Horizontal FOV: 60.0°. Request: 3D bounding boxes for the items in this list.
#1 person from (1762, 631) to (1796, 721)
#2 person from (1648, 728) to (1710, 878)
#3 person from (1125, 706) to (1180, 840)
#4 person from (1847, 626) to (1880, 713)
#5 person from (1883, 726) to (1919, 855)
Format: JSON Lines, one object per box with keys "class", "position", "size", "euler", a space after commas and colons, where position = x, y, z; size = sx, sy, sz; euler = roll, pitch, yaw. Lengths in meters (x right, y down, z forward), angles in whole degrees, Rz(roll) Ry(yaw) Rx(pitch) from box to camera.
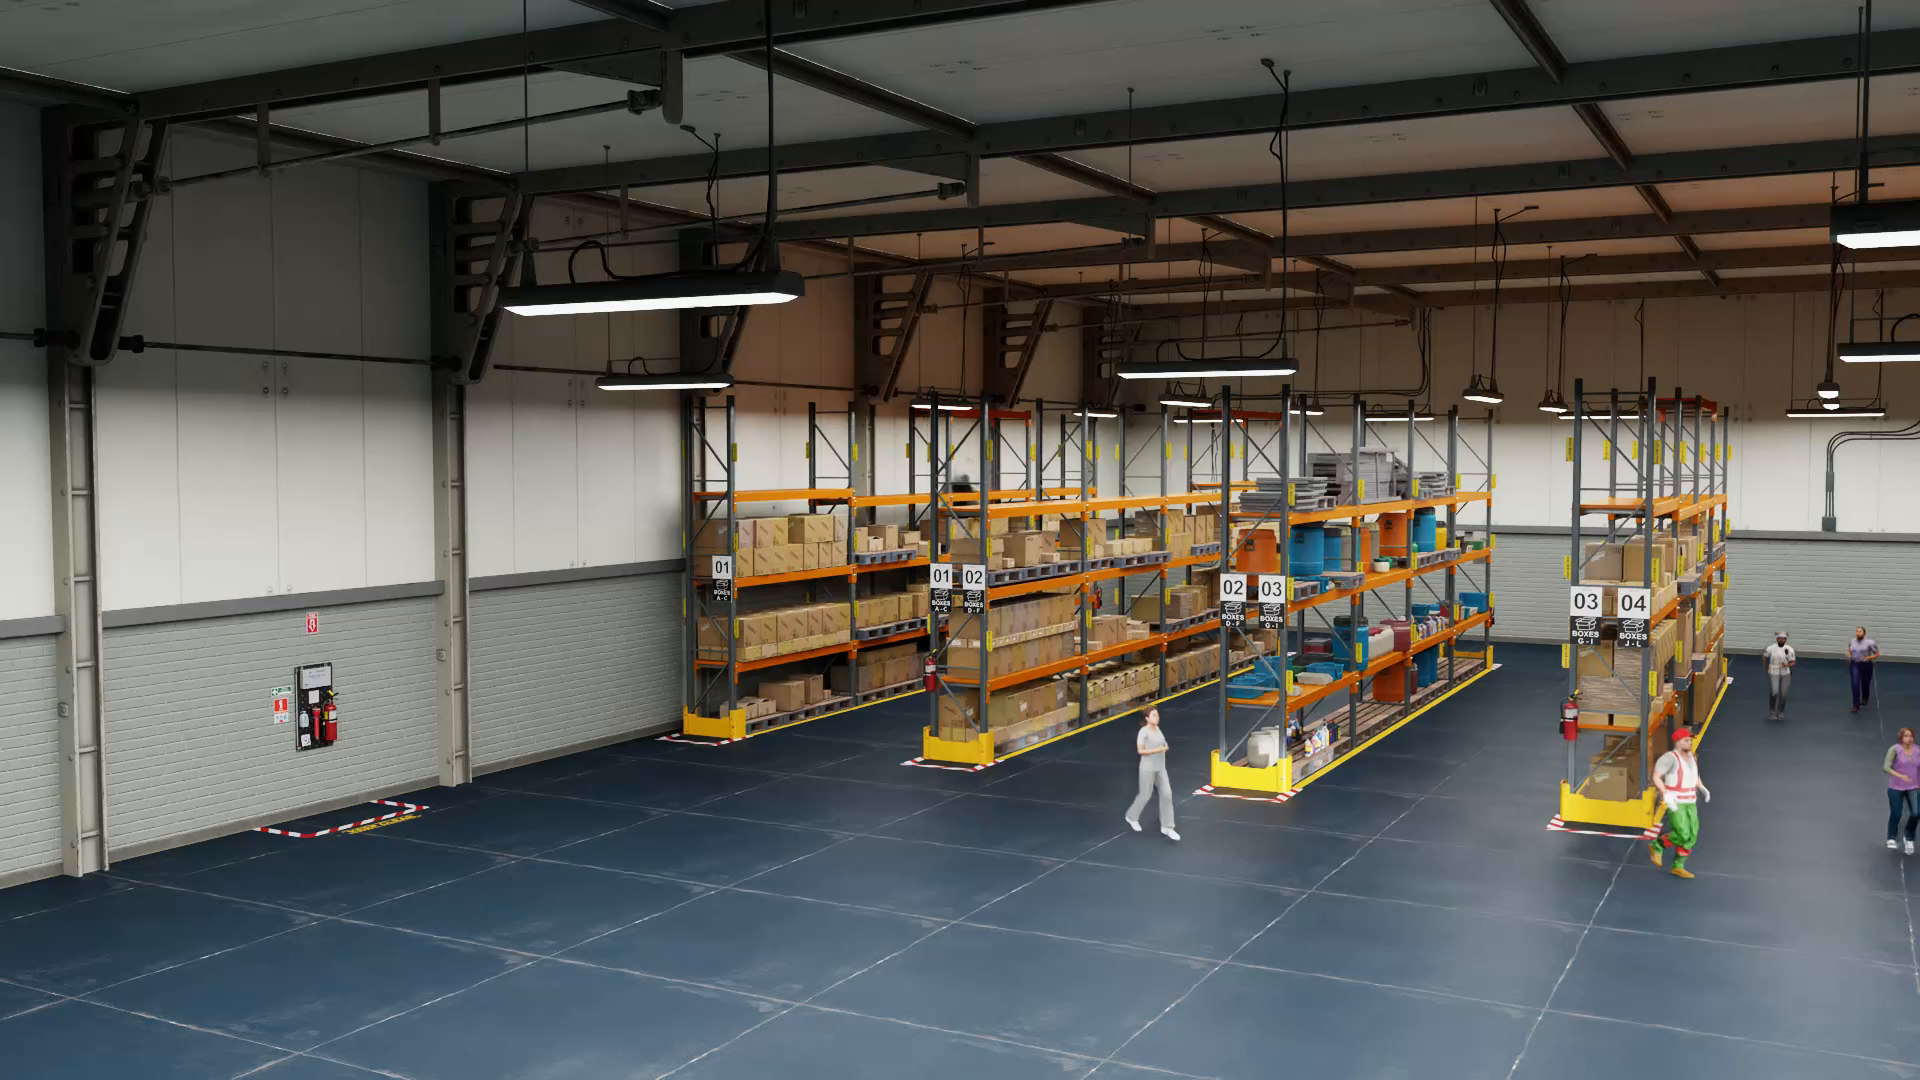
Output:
{"class": "person", "position": [15.256, 2.529, 30.968], "size": [0.546, 1.695, 0.666], "euler": [1, 3, 21]}
{"class": "person", "position": [8.505, 3.093, 19.691], "size": [0.677, 1.754, 0.592], "euler": [-2, 3, -28]}
{"class": "person", "position": [2.496, 2.997, 21.584], "size": [0.559, 1.682, 0.881], "euler": [-2, 4, -39]}
{"class": "person", "position": [17.478, 2.508, 32.213], "size": [0.598, 1.640, 0.830], "euler": [2, 4, 40]}
{"class": "person", "position": [11.786, 3.122, 20.693], "size": [0.570, 1.611, 0.646], "euler": [1, 3, 13]}
